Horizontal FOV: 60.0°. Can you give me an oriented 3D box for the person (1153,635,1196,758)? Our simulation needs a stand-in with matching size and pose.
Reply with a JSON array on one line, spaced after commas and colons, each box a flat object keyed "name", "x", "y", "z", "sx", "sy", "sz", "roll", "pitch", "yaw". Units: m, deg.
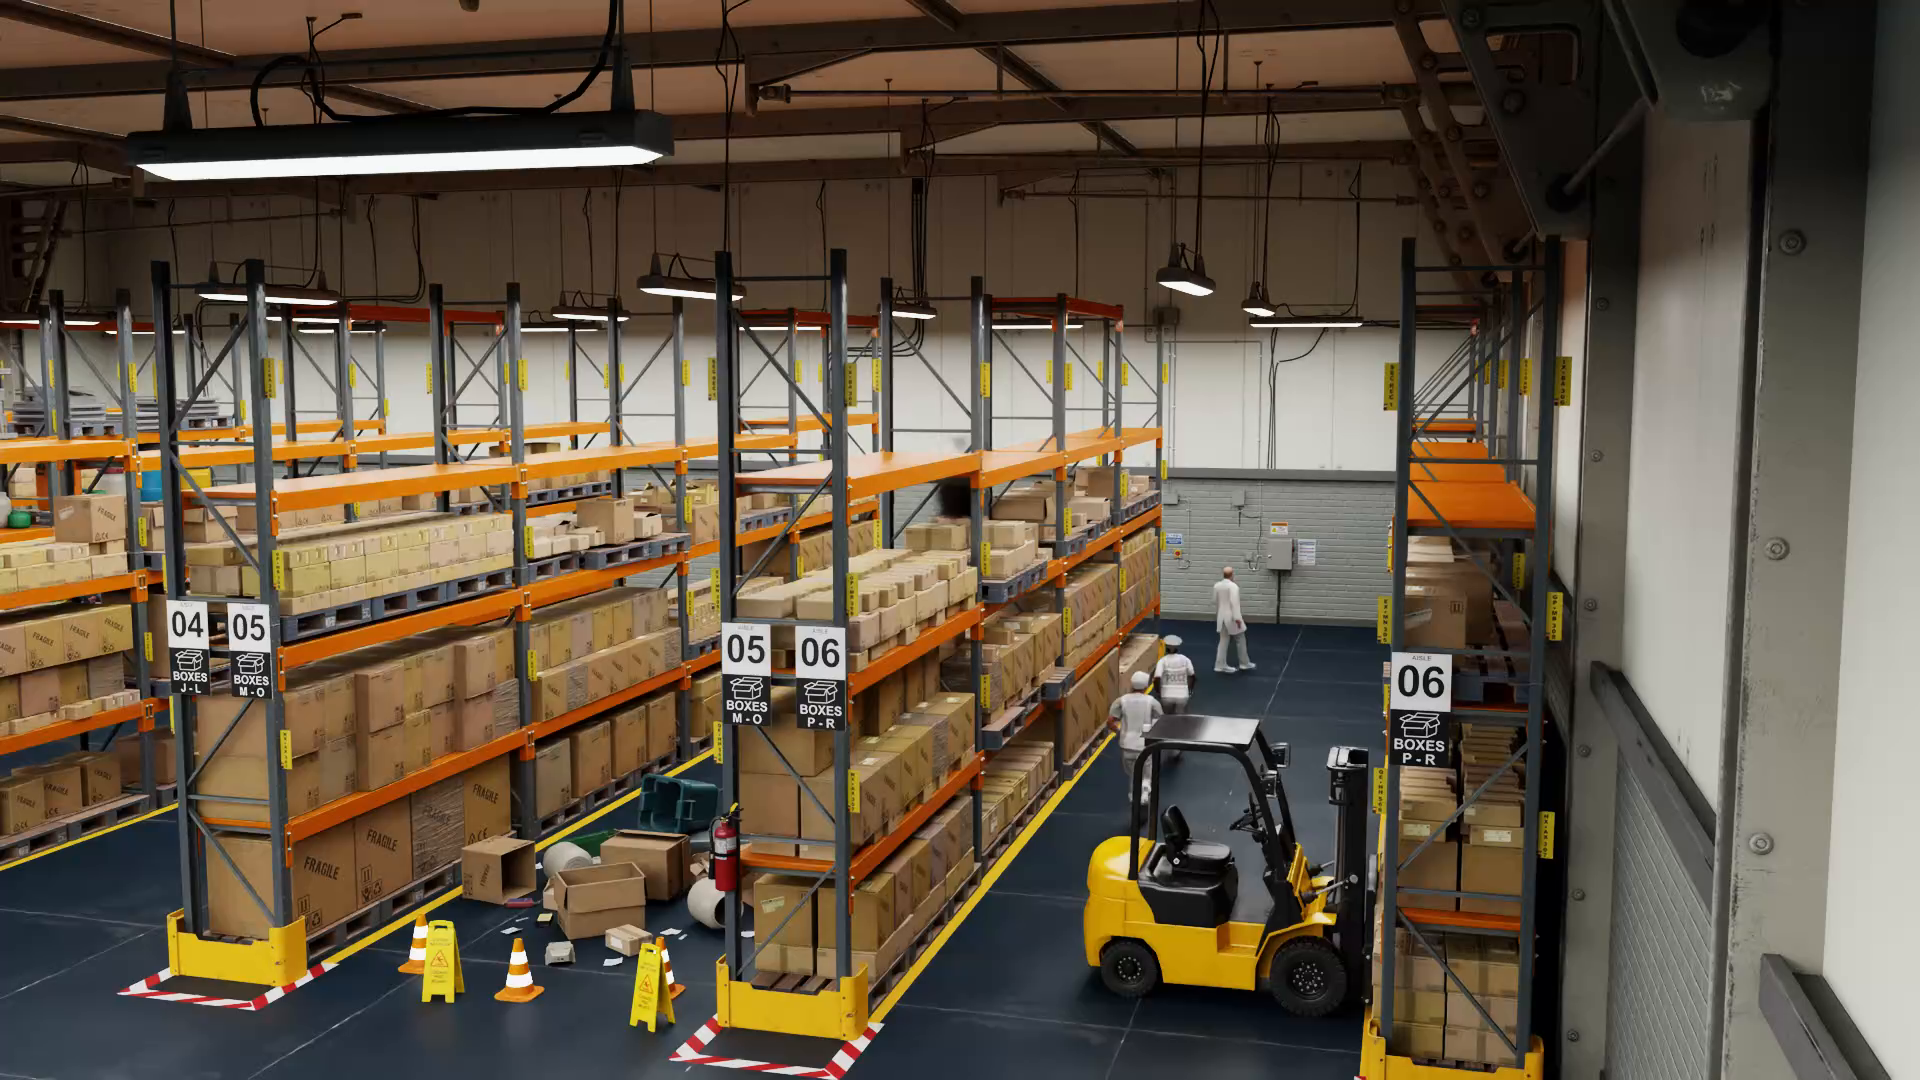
[{"name": "person", "x": 2.796, "y": 2.078, "z": 21.604, "sx": 0.570, "sy": 1.626, "sz": 0.620, "roll": 0, "pitch": 6, "yaw": -2}]

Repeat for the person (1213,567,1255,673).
[{"name": "person", "x": 4.562, "y": 1.354, "z": 27.995, "sx": 0.910, "sy": 1.677, "sz": 0.616, "roll": -6, "pitch": 8, "yaw": -44}]

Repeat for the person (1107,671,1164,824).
[{"name": "person", "x": 1.969, "y": 2.342, "z": 18.583, "sx": 0.655, "sy": 1.760, "sz": 0.684, "roll": 2, "pitch": 6, "yaw": 18}]
